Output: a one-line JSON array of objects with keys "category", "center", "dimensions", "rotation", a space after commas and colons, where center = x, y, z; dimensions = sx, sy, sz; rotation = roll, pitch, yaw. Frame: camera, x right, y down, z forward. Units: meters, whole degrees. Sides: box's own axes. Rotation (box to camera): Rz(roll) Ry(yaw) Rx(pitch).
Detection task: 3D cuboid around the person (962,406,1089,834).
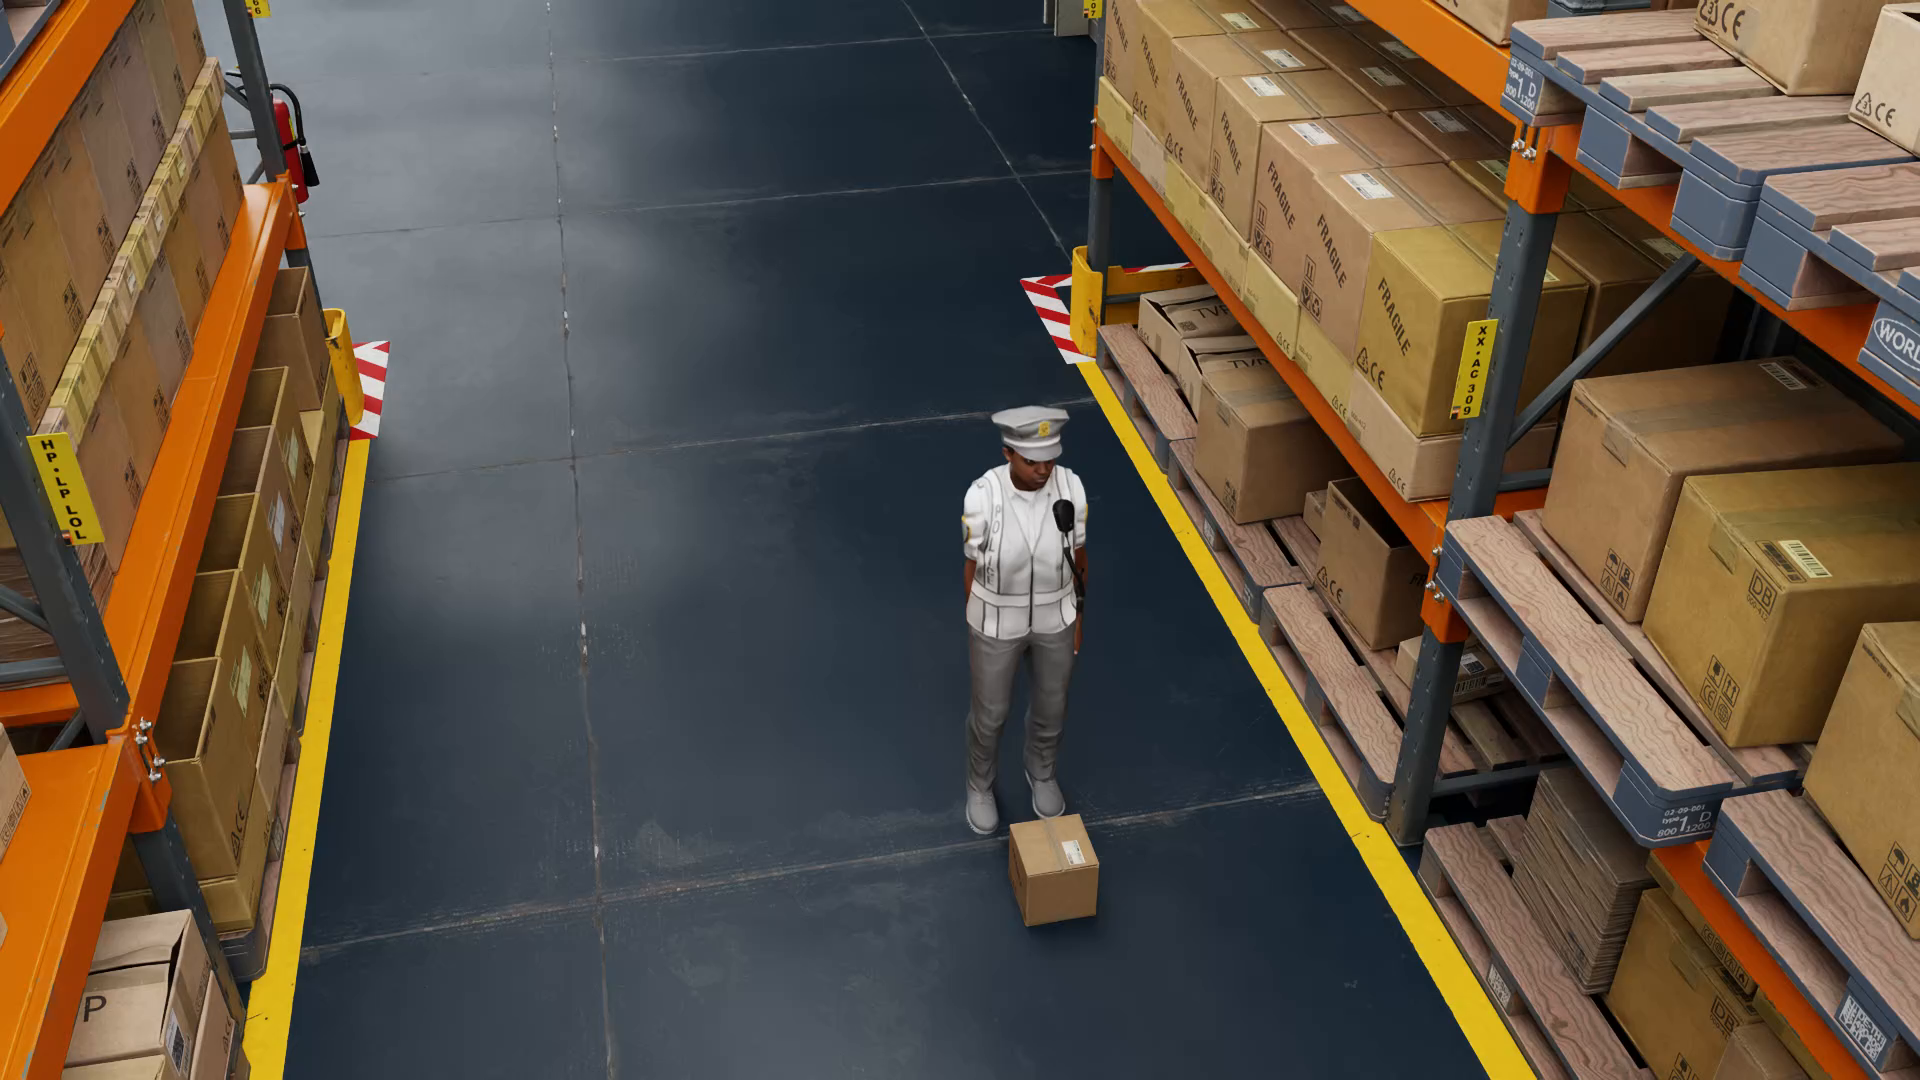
[{"category": "person", "center": [0.228, 0.288, 5.726], "dimensions": [0.437, 1.690, 0.338], "rotation": [-7, 35, -9]}]
